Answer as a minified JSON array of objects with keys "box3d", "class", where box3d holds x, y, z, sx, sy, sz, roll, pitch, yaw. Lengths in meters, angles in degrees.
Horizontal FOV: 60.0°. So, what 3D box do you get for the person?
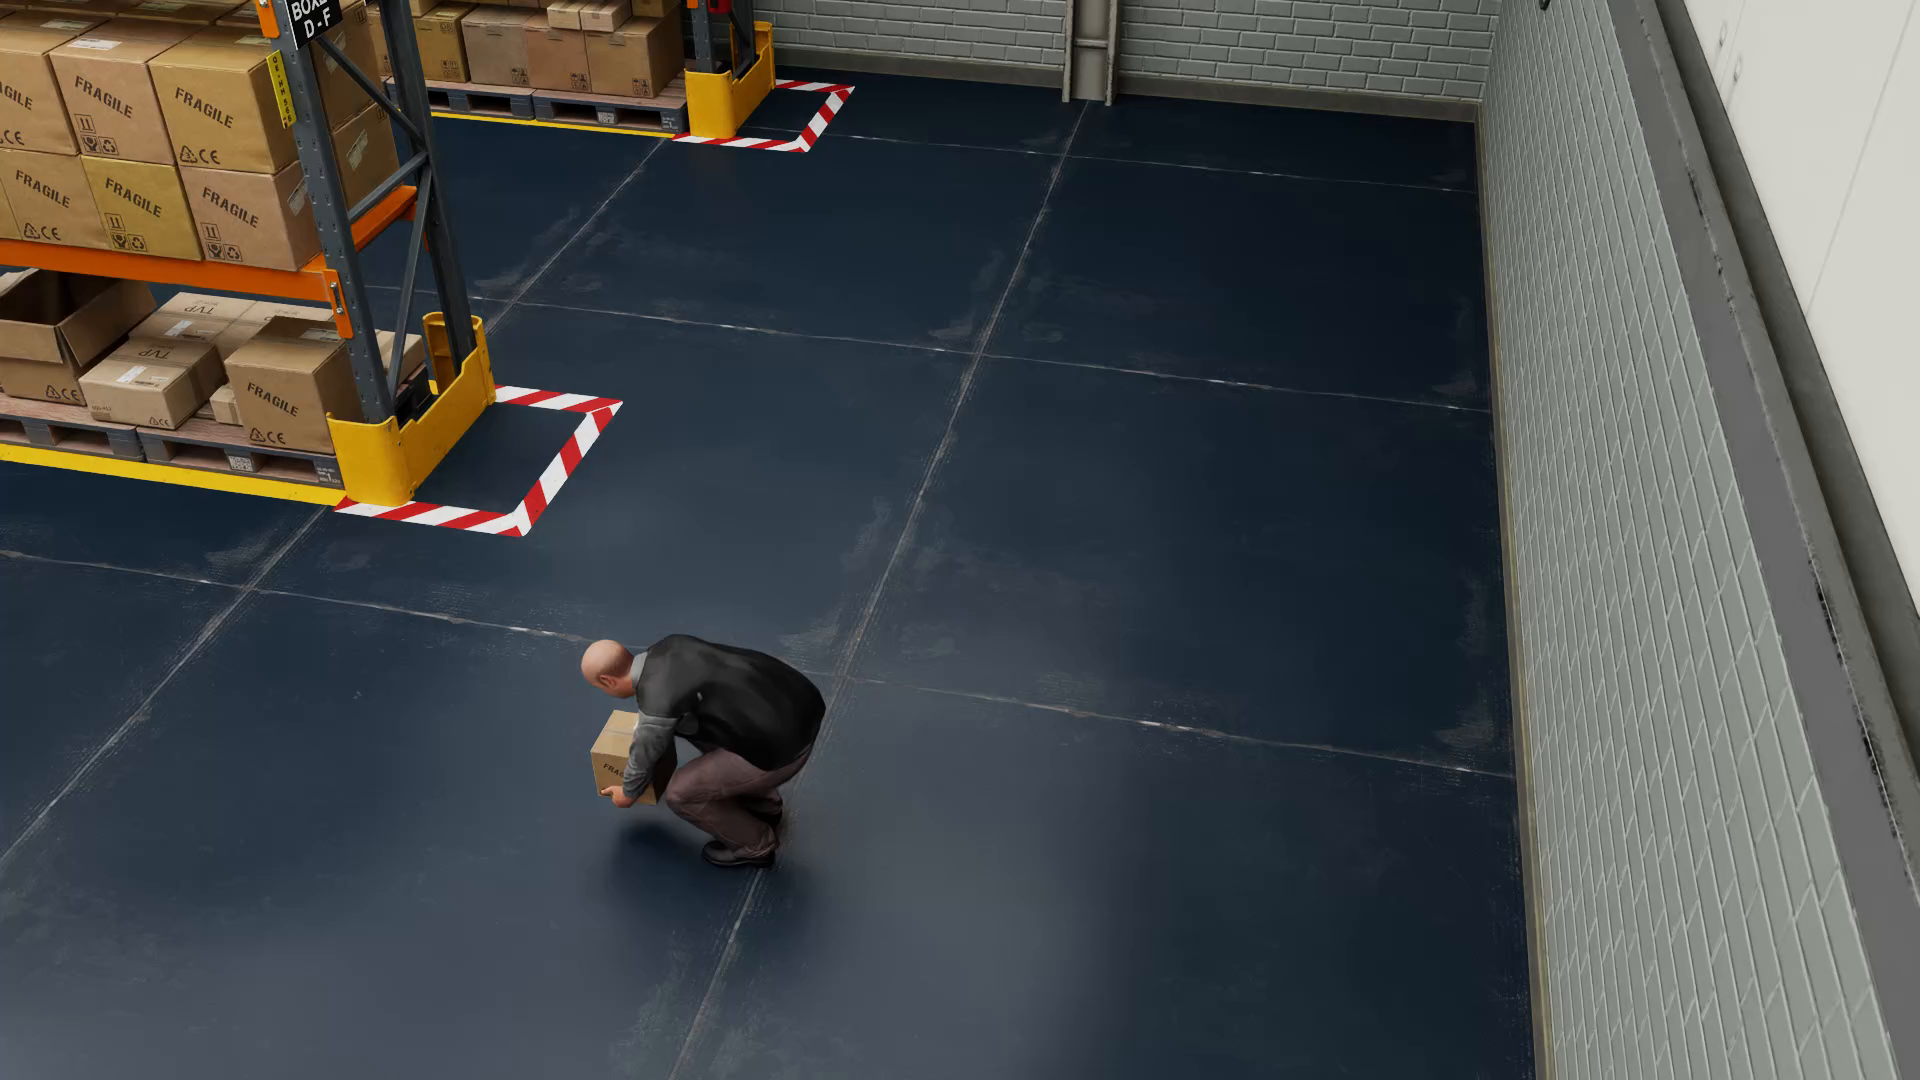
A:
[{"box3d":[-0.991,0.810,6.539,0.916,0.953,0.508,6,37,8],"class":"person"}]
